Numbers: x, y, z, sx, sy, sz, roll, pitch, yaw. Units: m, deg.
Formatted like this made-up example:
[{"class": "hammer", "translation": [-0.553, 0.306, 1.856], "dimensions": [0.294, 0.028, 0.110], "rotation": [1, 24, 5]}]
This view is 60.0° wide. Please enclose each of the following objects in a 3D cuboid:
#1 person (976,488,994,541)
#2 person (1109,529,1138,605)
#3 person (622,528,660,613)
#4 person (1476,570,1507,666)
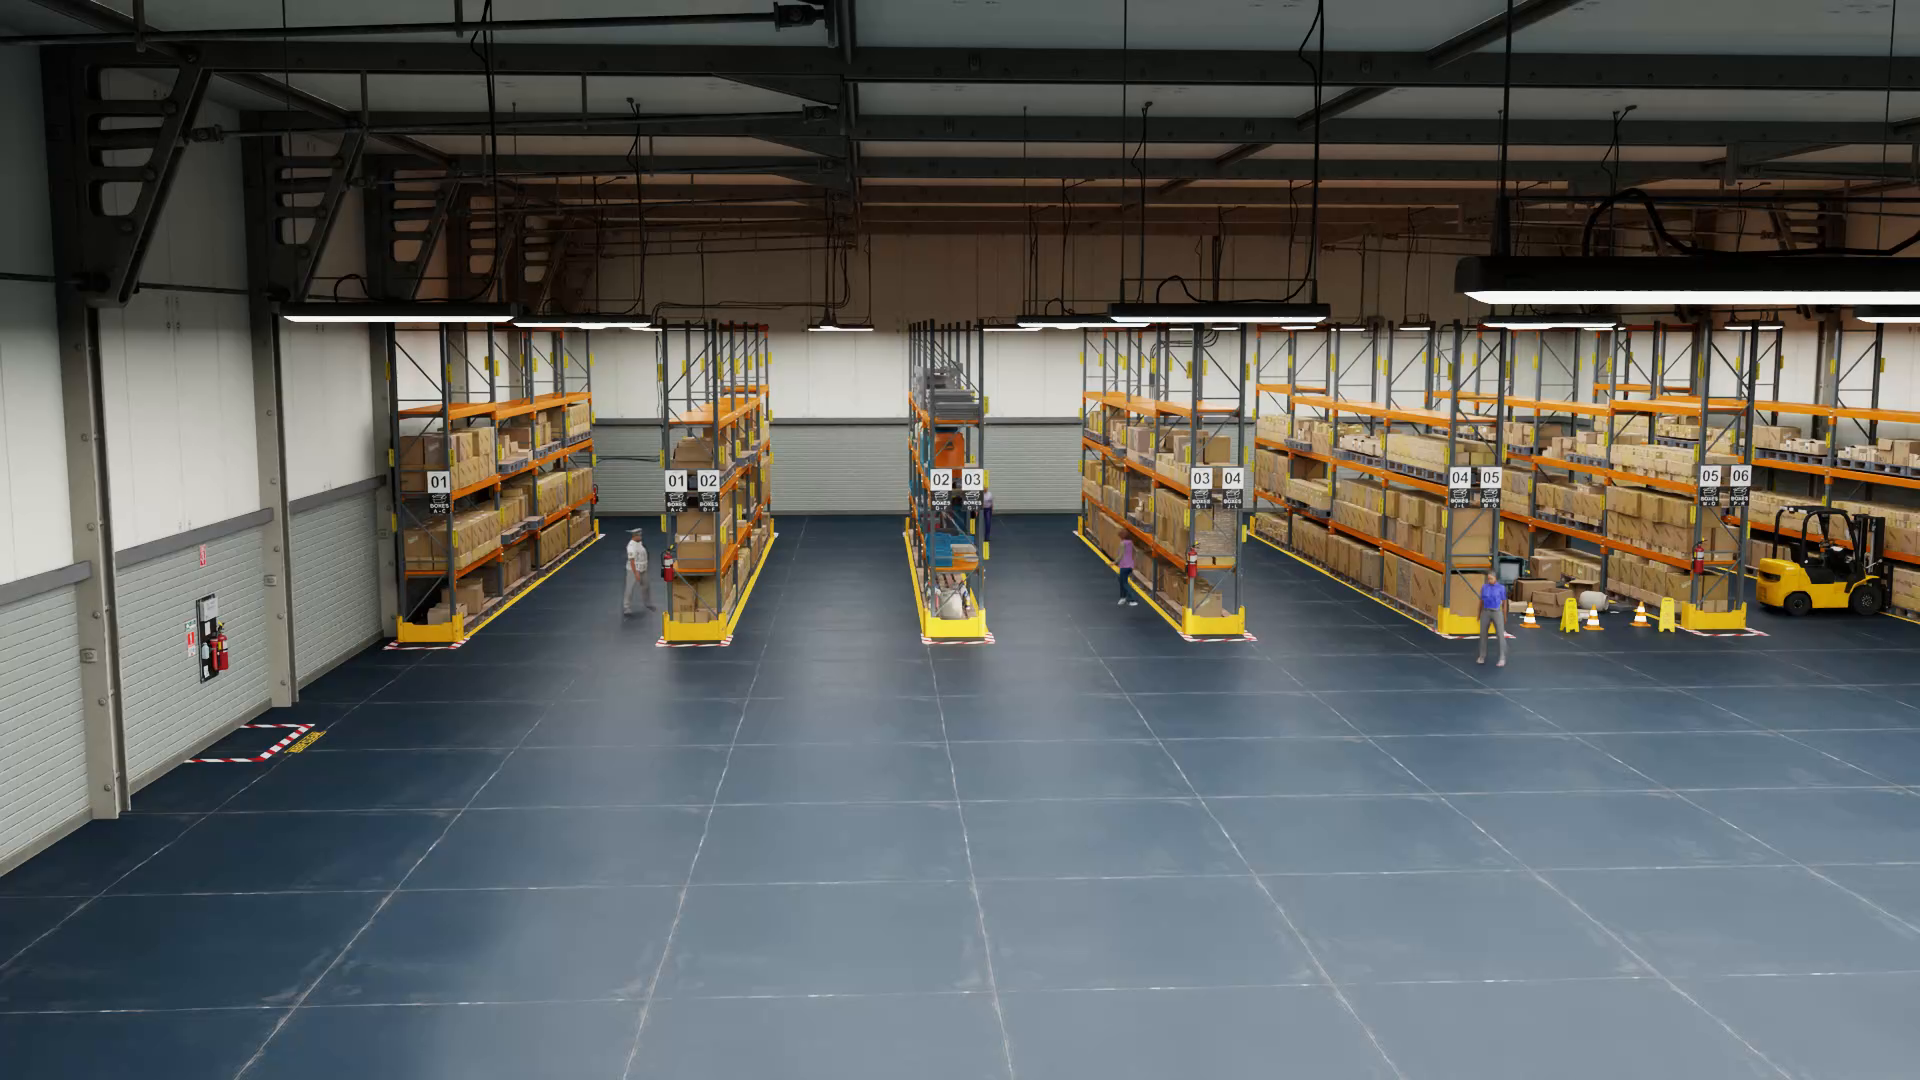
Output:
[{"class": "person", "translation": [0.687, -0.793, 46.300], "dimensions": [0.524, 1.596, 0.909], "rotation": [0, 7, -2]}, {"class": "person", "translation": [3.376, 0.569, 33.591], "dimensions": [0.538, 1.582, 0.703], "rotation": [-6, 9, -38]}, {"class": "person", "translation": [-6.616, 0.640, 34.277], "dimensions": [0.590, 1.780, 0.694], "rotation": [3, 8, 24]}, {"class": "person", "translation": [9.243, 1.372, 28.918], "dimensions": [0.540, 1.585, 0.376], "rotation": [5, 9, 36]}]
